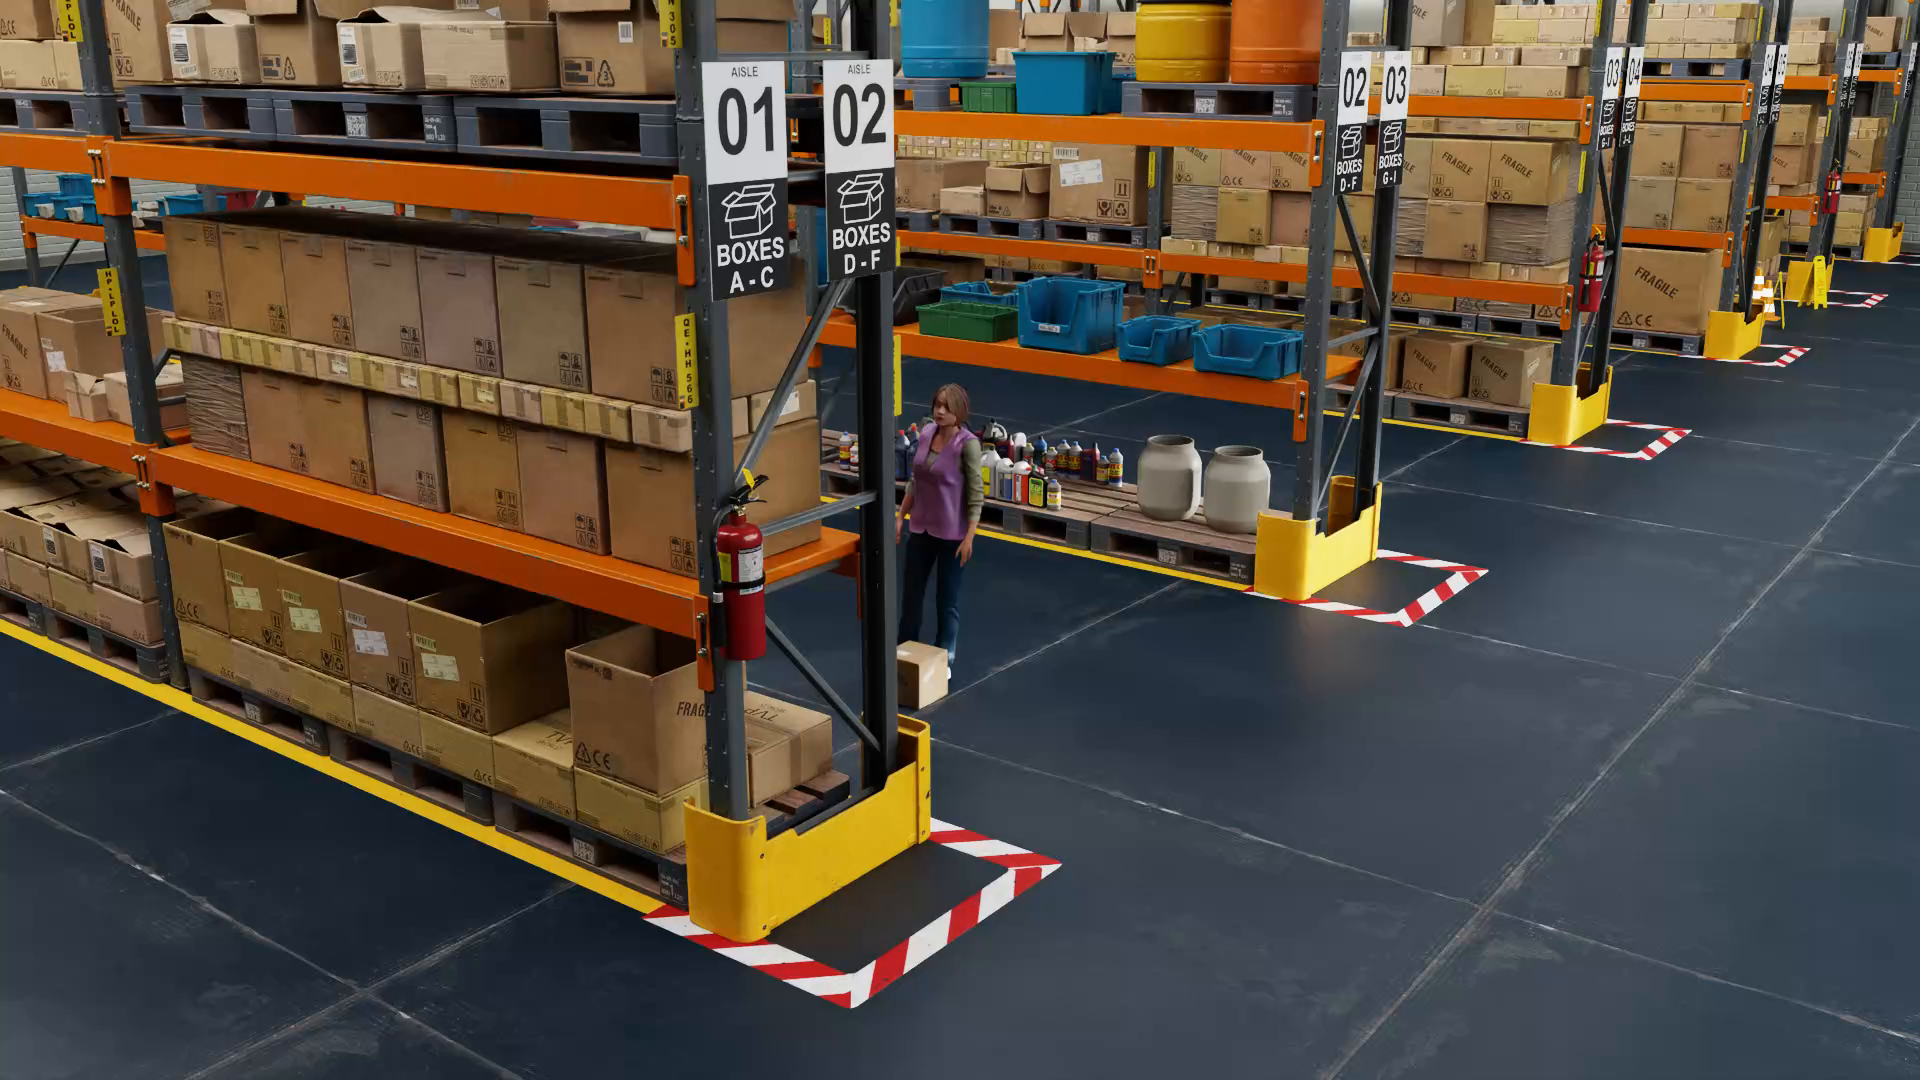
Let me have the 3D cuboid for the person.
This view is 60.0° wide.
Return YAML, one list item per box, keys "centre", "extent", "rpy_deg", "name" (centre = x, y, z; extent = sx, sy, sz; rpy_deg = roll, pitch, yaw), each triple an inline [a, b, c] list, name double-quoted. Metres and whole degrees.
- centre: [-0.154, -0.007, 8.550]
  extent: [0.518, 1.597, 0.474]
  rpy_deg: [12, 21, 35]
  name: "person"
